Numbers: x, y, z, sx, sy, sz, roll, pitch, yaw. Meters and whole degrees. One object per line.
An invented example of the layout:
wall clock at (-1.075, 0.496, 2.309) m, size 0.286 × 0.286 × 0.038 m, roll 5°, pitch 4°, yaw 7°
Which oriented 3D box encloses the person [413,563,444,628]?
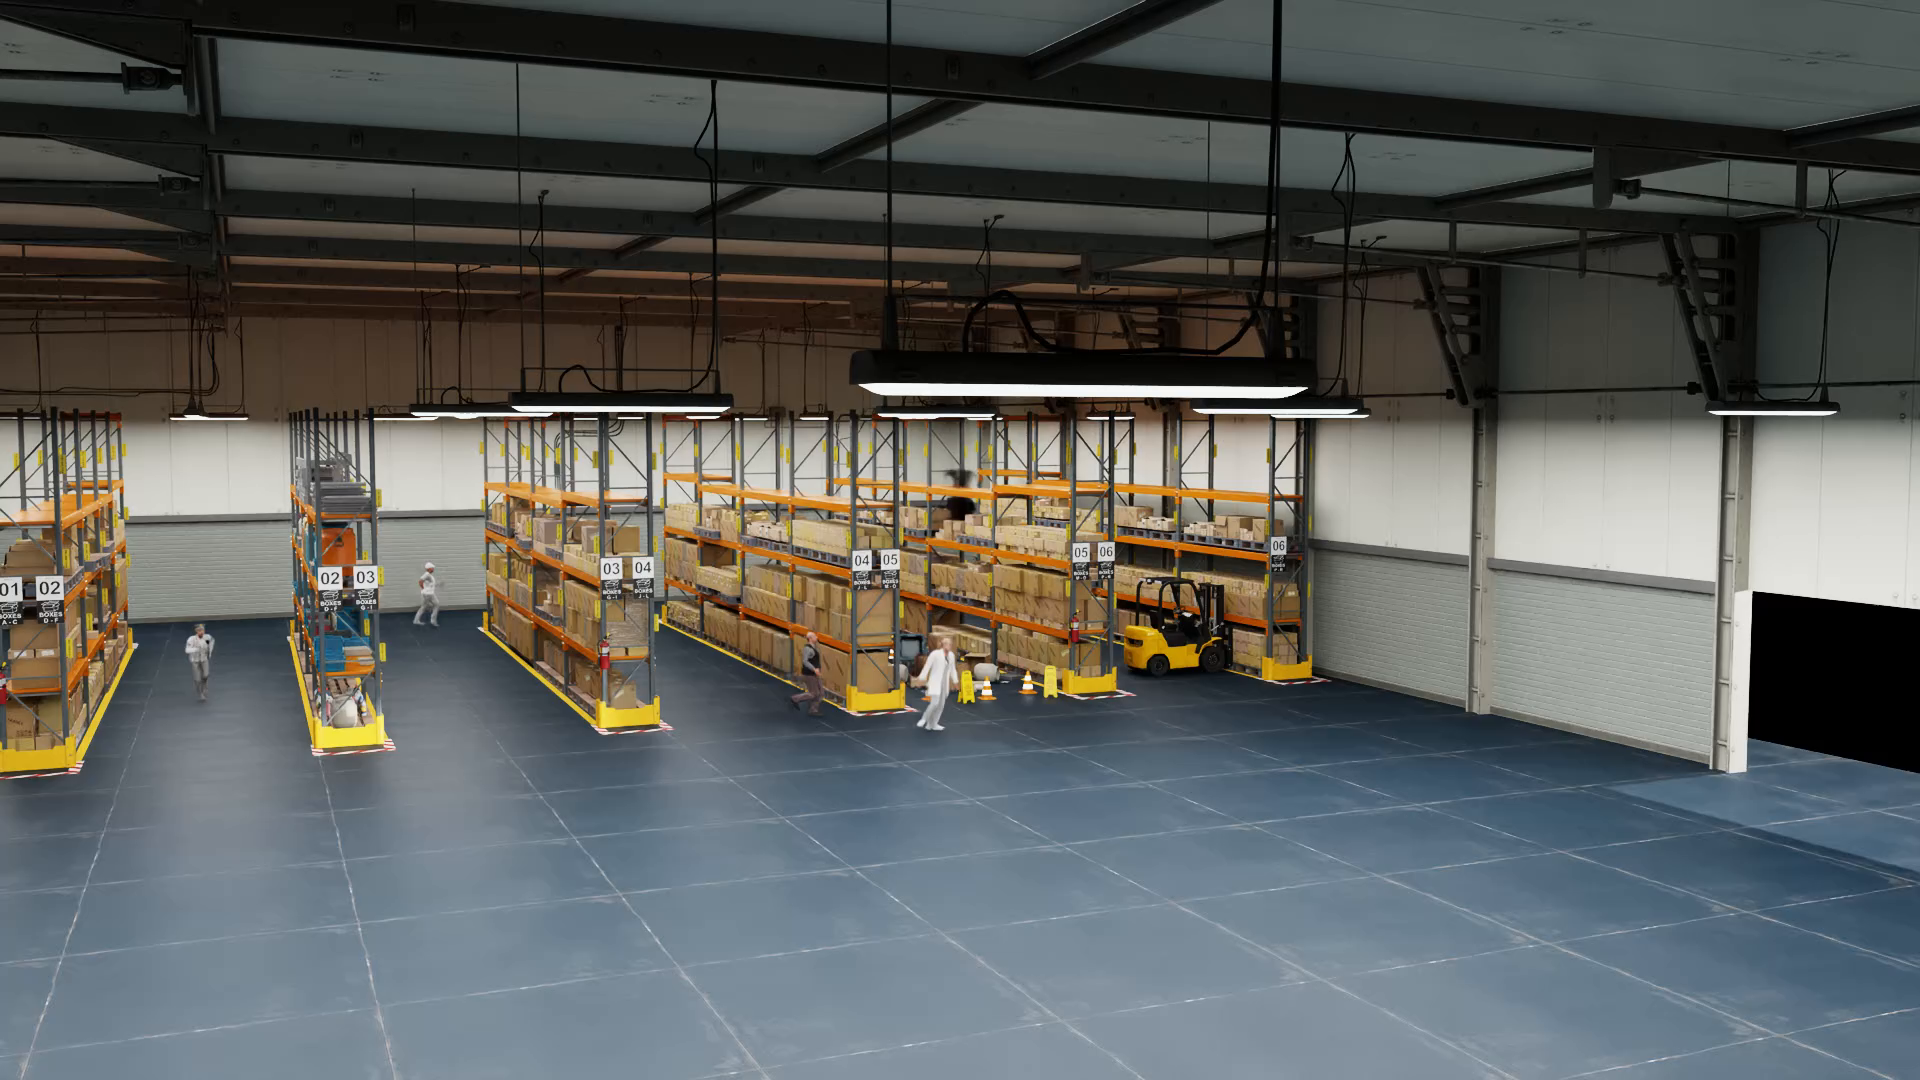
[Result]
person at (-14.910, 1.566, 46.692) m, size 0.863 × 1.842 × 0.652 m, roll -2°, pitch 5°, yaw -28°

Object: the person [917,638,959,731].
person at (-0.410, 2.721, 31.006) m, size 0.743 × 1.682 × 0.537 m, roll -3°, pitch 5°, yaw -40°

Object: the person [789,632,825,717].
person at (-2.971, 2.623, 32.431) m, size 0.688 × 1.676 × 0.672 m, roll 0°, pitch 4°, yaw 6°

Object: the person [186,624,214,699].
person at (-15.658, 2.504, 34.307) m, size 0.572 × 1.610 × 0.751 m, roll -2°, pitch 5°, yaw -30°
